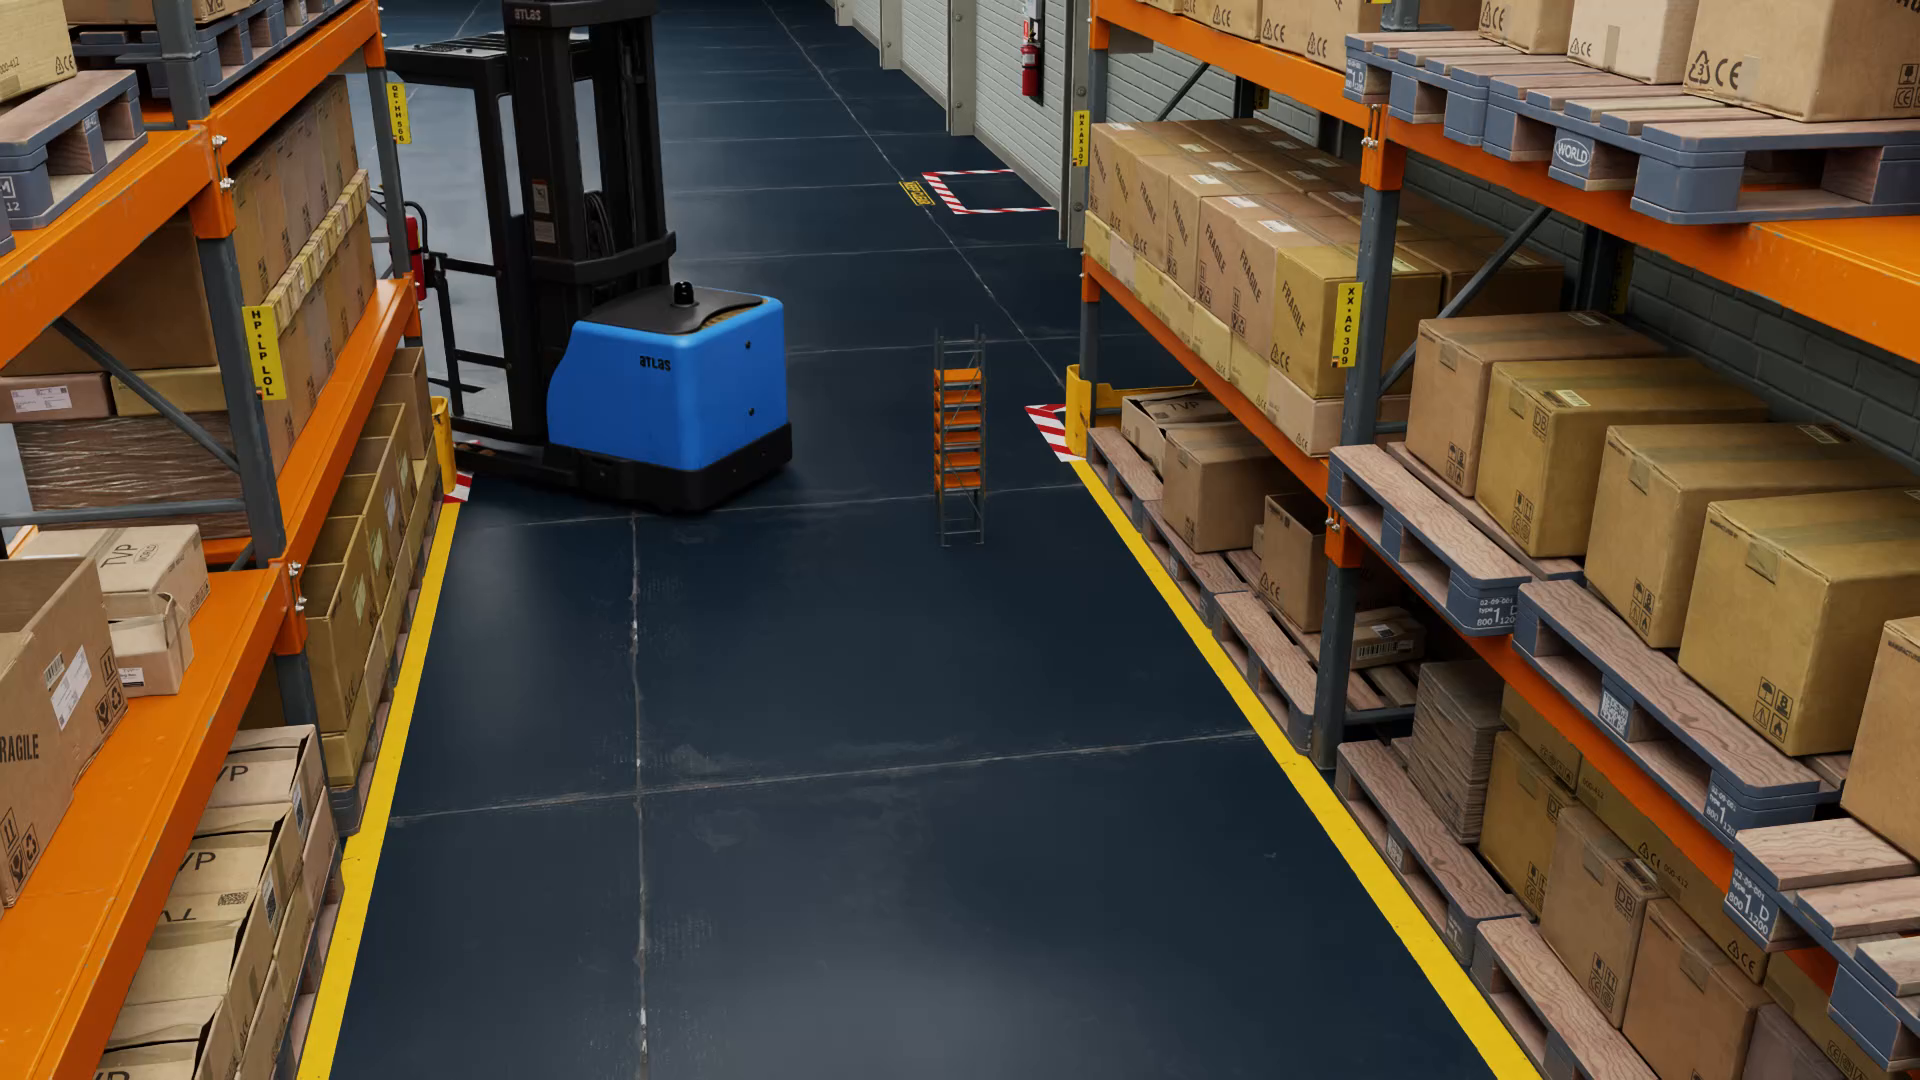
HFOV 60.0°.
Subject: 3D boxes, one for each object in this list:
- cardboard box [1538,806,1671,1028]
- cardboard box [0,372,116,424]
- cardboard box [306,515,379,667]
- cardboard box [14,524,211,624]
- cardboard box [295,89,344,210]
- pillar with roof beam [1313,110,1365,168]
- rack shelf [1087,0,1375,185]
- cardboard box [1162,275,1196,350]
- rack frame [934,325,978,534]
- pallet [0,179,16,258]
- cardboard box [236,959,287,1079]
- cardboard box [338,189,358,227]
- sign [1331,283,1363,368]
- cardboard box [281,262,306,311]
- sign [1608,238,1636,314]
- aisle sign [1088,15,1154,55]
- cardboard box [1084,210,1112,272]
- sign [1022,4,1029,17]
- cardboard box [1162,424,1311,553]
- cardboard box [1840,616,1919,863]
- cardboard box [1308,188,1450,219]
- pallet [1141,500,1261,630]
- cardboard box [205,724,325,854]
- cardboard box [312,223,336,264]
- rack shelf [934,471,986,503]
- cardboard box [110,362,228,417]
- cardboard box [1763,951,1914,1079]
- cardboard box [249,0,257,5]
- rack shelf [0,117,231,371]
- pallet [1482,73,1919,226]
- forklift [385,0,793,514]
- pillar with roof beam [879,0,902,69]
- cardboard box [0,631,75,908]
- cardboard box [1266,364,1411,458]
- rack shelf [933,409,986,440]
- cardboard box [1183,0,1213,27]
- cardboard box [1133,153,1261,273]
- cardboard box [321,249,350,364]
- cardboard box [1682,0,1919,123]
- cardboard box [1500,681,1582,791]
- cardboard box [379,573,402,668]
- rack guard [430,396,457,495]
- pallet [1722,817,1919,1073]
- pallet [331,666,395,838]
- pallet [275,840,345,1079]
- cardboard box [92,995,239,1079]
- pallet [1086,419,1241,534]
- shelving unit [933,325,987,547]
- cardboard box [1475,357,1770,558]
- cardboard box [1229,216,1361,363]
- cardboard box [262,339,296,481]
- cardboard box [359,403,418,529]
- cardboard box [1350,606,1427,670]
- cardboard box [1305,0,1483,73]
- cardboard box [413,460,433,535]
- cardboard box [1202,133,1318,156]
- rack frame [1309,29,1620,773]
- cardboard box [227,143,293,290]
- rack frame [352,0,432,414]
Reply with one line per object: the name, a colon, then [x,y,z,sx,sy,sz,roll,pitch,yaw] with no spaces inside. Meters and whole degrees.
cardboard box: [2.348,1.179,5.376,0.700,0.500,0.500,-4,24,-9]
cardboard box: [-3.133,-0.522,5.763,0.380,0.149,0.250,-4,24,-10]
cardboard box: [-2.750,0.234,6.940,0.500,0.500,0.500,-4,24,-10]
cardboard box: [-2.738,0.171,5.298,0.500,0.250,0.500,-3,24,-6]
cardboard box: [-3.426,-1.890,8.084,0.700,0.500,0.500,-5,24,-11]
pillar with roof beam: [-1.995,-4.249,7.735,9.100,9.000,0.400,-4,24,-10]
rack shelf: [1.626,-2.288,7.891,1.077,0.370,4.000,-4,24,-10]
cardboard box: [1.324,-1.151,8.301,0.500,0.250,0.500,-4,24,-9]
rack frame: [-0.020,-0.592,9.105,0.240,1.200,0.006,-4,24,-10]
pallet: [-2.555,-0.503,3.142,1.003,0.211,1.213,-3,24,-7]
cardboard box: [-2.324,1.522,4.929,0.500,0.250,0.500,-4,24,-9]
cardboard box: [-3.257,-1.665,8.379,0.380,0.149,0.250,-5,24,-11]
sign: [1.464,-0.810,6.274,0.100,0.325,0.005,-4,24,-10]
cardboard box: [-2.974,-1.058,6.989,0.380,0.149,0.250,-5,24,-11]
sign: [2.540,-1.029,6.412,0.100,0.325,0.005,-4,24,-10]
aisle sign: [0.948,-3.227,9.643,0.394,0.787,0.004,-4,24,-10]
cardboard box: [1.034,-1.754,9.682,0.500,0.250,0.500,-5,24,-11]
sign: [0.698,-5.635,17.698,0.001,0.109,0.331,-4,24,-10]
cardboard box: [1.487,-0.290,8.740,0.700,0.500,0.500,-6,24,-13]
cardboard box: [2.508,0.468,3.756,0.700,0.500,0.500,-7,24,-15]
cardboard box: [1.935,-1.341,7.798,0.500,0.500,0.500,-4,24,-8]
pallet: [1.608,0.079,8.805,1.003,0.211,1.213,-4,24,-10]
cardboard box: [-2.515,0.861,5.742,0.500,0.311,0.500,-4,24,-10]
cardboard box: [-3.113,-1.359,7.679,0.380,0.149,0.250,-4,24,-8]
rack shelf: [-0.003,-0.295,9.137,0.258,0.103,0.180,-4,24,-10]
cardboard box: [-2.731,-0.551,5.829,0.380,0.149,0.250,-4,24,-10]
cardboard box: [2.507,1.209,4.370,0.500,0.250,0.500,-4,24,-9]
cardboard box: [-2.806,-2.108,5.994,0.500,0.311,0.500,-6,24,-13]
rack shelf: [-2.502,-0.346,3.446,1.077,0.370,4.000,-4,24,-10]
pallet: [2.200,-1.086,4.476,1.213,0.211,1.003,-4,24,-10]
forklift: [-2.576,-1.898,9.934,3.031,2.935,1.130,12,26,25]
pillar with roof beam: [-5.324,-11.329,23.946,9.100,9.000,0.400,-4,24,-10]
cardboard box: [-2.556,0.574,4.064,0.500,0.500,0.500,-4,24,-10]
cardboard box: [1.610,-0.560,6.948,0.500,0.250,0.500,-4,24,-10]
rack shelf: [-0.003,-0.625,8.993,0.258,0.103,0.180,-4,24,-10]
cardboard box: [1.356,-2.682,7.746,0.500,0.500,0.500,-3,24,-6]
cardboard box: [1.220,-1.705,8.631,0.500,0.500,0.500,-5,24,-11]
cardboard box: [-3.350,-1.121,7.943,0.700,0.500,0.500,-4,24,-9]
cardboard box: [2.246,-1.363,4.226,0.500,0.500,0.500,-5,24,-12]
cardboard box: [2.233,0.605,5.753,0.500,0.250,0.500,-5,24,-11]
cardboard box: [-2.835,0.381,7.541,0.500,0.250,0.500,-4,24,-10]
rack guard: [-3.616,-0.525,9.828,1.175,0.500,0.348,-4,24,-10]
pallet: [2.499,0.933,3.606,1.213,0.211,1.003,-4,24,-10]
pallet: [-2.978,0.874,6.985,1.003,0.211,1.213,-4,24,-10]
pallet: [-2.697,1.477,5.605,1.003,0.211,1.213,-4,24,-10]
cardboard box: [-2.234,1.459,4.371,0.500,0.311,0.500,-5,24,-10]
pallet: [1.385,-0.400,9.901,1.003,0.211,1.213,-4,24,-10]
shelving unit: [-0.003,-0.556,9.023,0.258,1.200,0.189,-4,24,-10]
cardboard box: [2.152,-0.280,5.470,0.700,0.500,0.500,-2,24,-4]
cardboard box: [1.506,-1.099,7.244,0.500,0.500,0.500,-4,24,-10]
cardboard box: [-3.064,-0.515,6.556,0.700,0.500,0.500,-5,24,-10]
cardboard box: [-3.021,-0.356,8.292,0.500,0.500,0.500,-4,24,-10]
cardboard box: [1.867,0.432,7.502,0.380,0.166,0.250,-8,25,-17]
cardboard box: [1.659,-2.067,6.337,0.500,0.500,0.500,-4,24,-8]
cardboard box: [-3.118,-0.209,8.891,0.500,0.250,0.500,-4,24,-10]
cardboard box: [1.635,-1.945,9.181,0.500,0.500,0.500,-4,24,-9]
rack frame: [1.996,-0.456,6.547,1.000,3.000,0.127,-4,24,-10]
cardboard box: [-3.147,-1.298,6.729,0.700,0.500,0.500,-4,24,-10]
rack frame: [-3.612,-1.661,9.306,1.000,3.000,0.127,-4,24,-10]
